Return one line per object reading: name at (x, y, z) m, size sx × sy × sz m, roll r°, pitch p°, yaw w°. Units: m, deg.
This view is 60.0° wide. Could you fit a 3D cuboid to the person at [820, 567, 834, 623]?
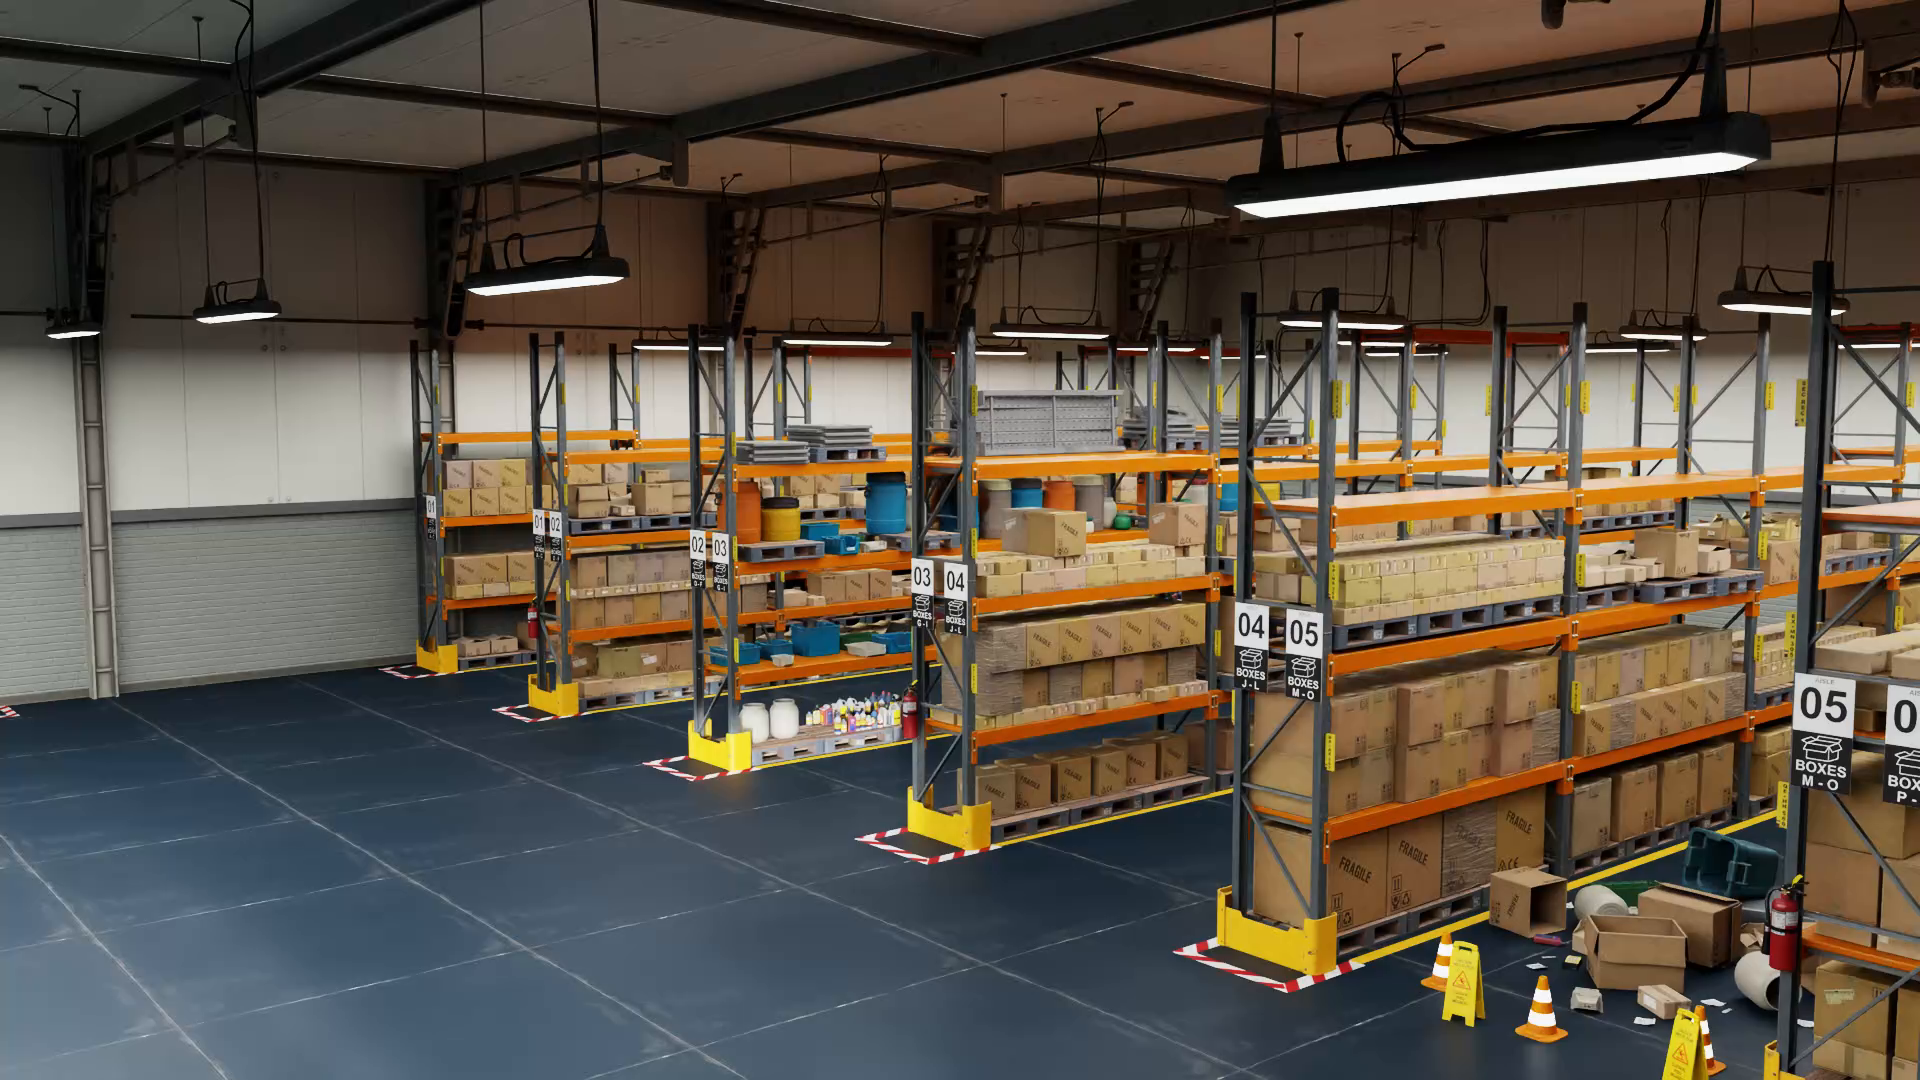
person at (-2.668, 1.239, 33.669) m, size 0.469 × 1.708 × 0.344 m, roll -4°, pitch 7°, yaw -40°
